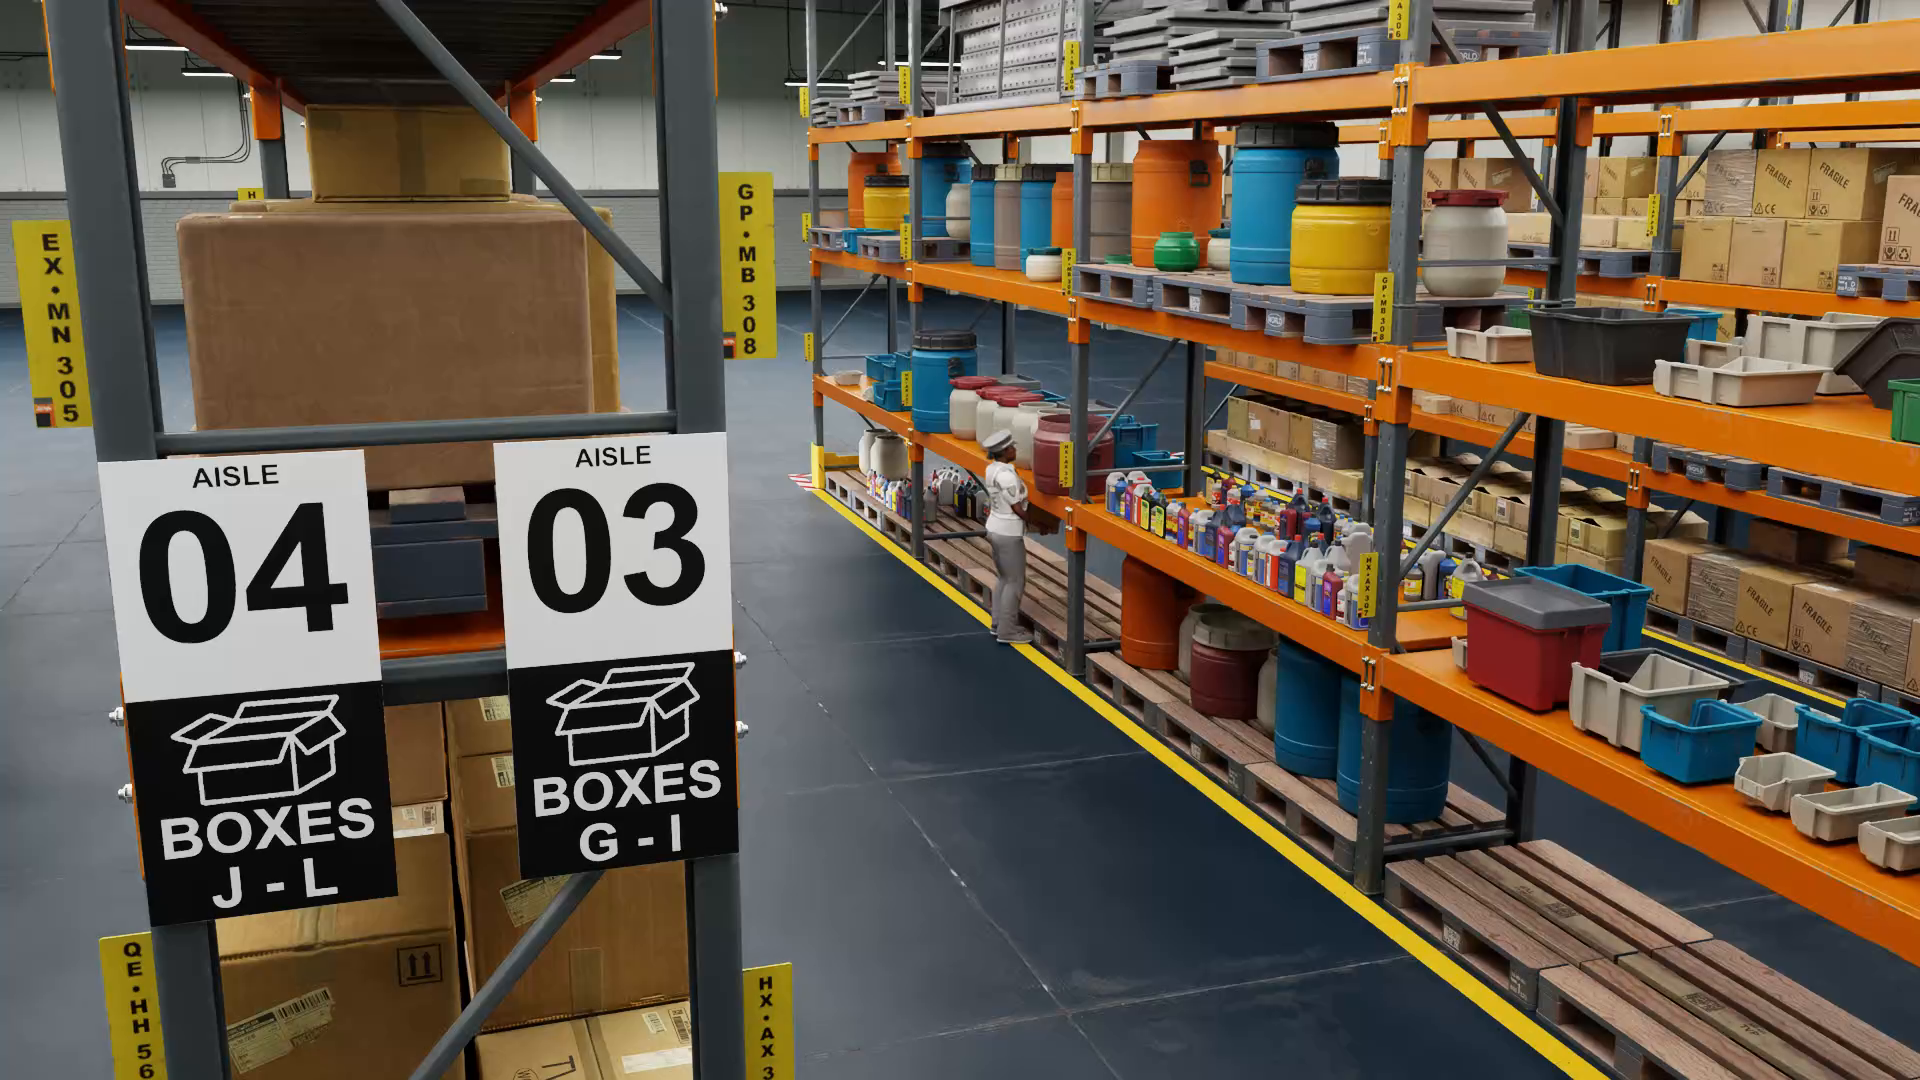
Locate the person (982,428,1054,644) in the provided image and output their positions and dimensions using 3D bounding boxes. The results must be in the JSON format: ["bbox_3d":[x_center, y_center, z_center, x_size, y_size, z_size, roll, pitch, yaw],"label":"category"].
[{"bbox_3d":[0.446,-0.042,13.091,0.532,1.690,0.450,-3,13,-13],"label":"person"}]
